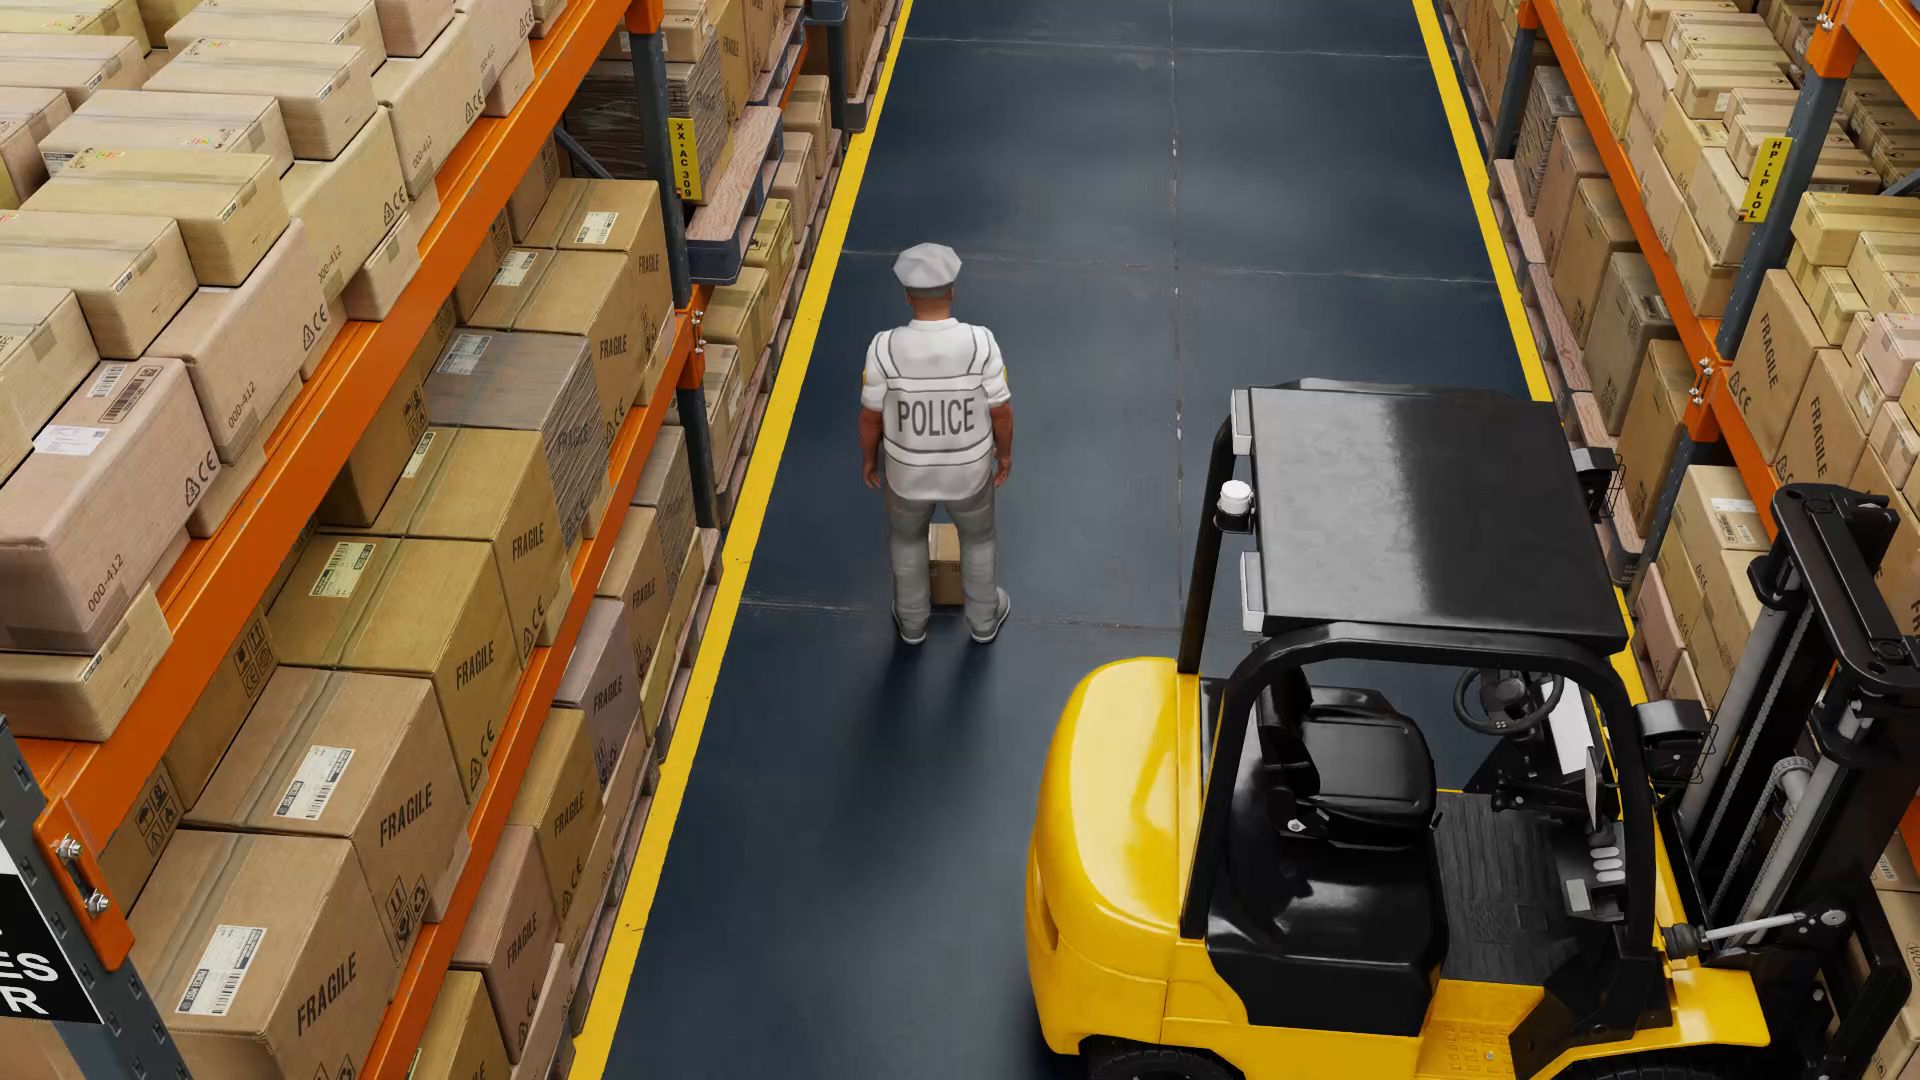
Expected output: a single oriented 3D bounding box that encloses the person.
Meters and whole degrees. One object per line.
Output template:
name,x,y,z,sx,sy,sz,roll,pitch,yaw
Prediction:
person,-0.085,-0.297,6.505,0.604,1.750,0.429,-1,40,-1
